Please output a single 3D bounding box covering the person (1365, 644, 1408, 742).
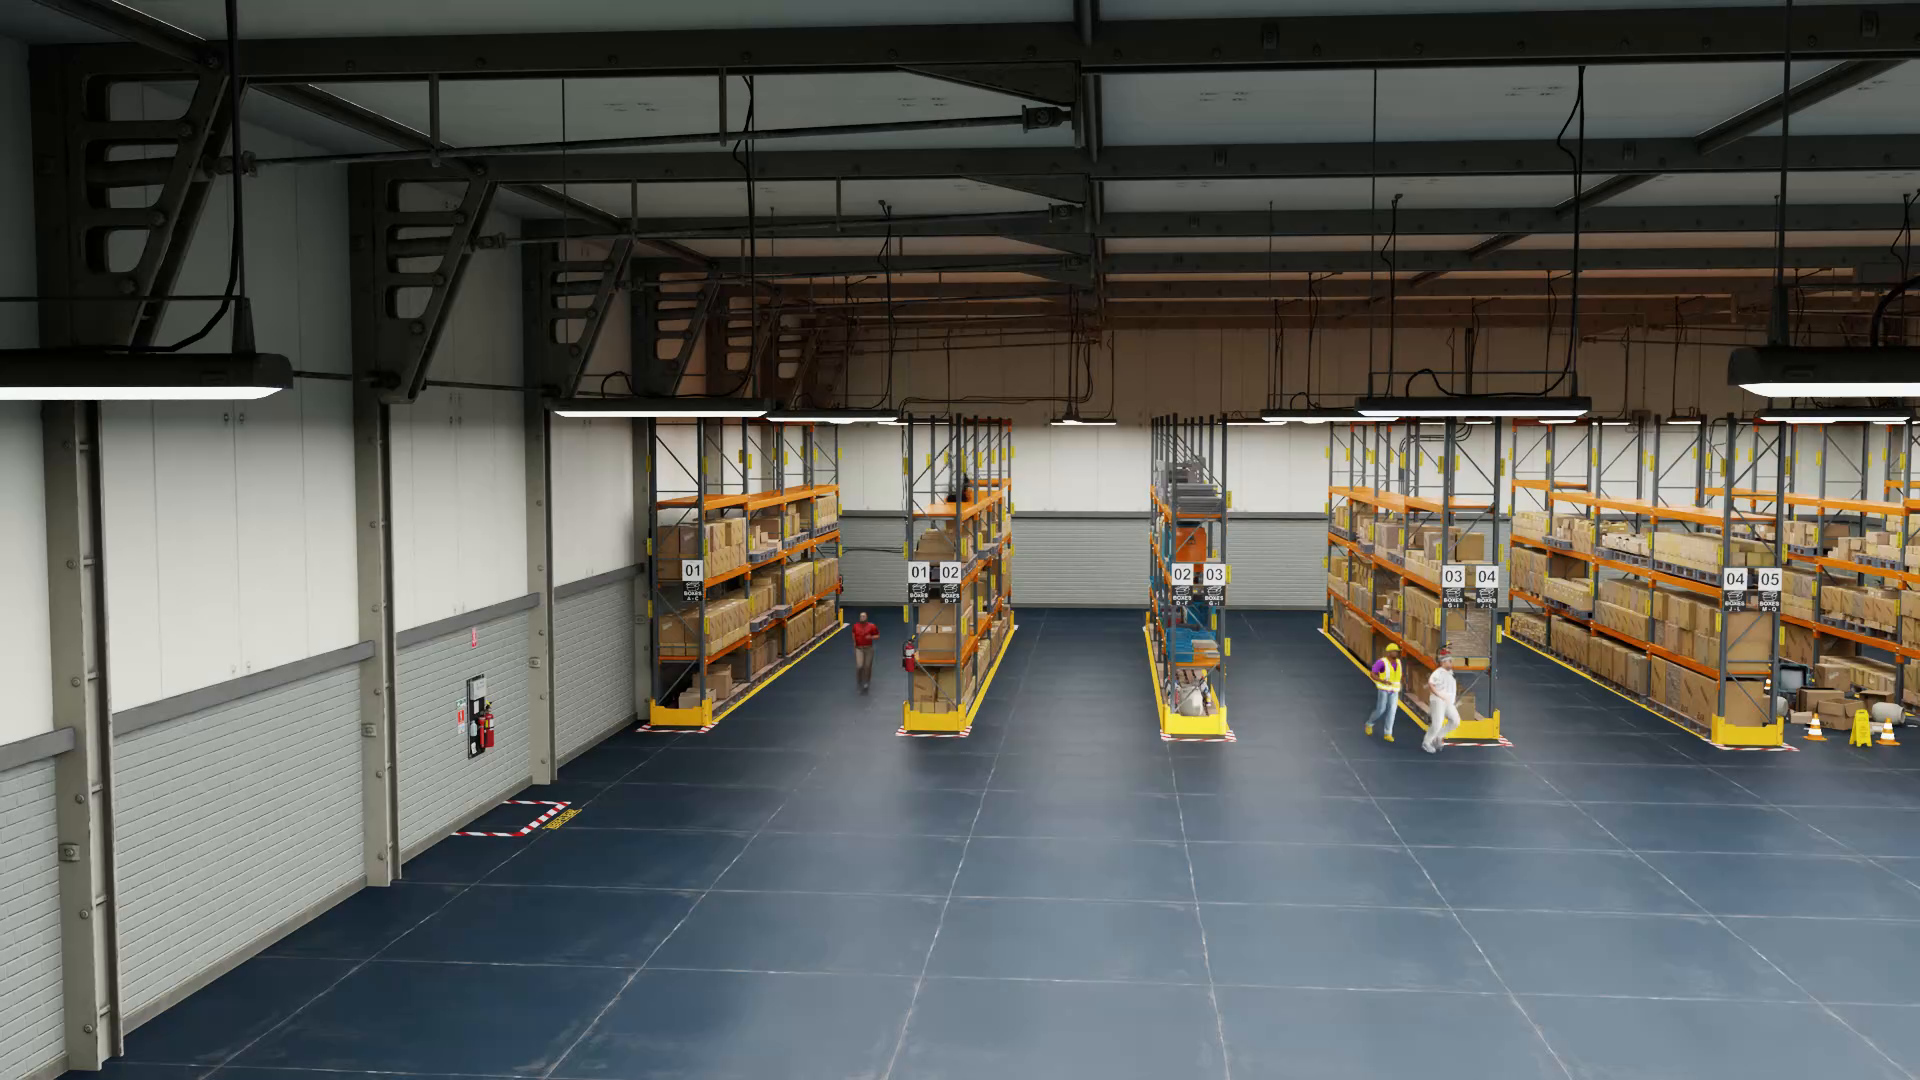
[{"bbox_3d":[7.920,2.782,30.610,0.766,1.748,0.849,-1,4,-17],"label":"person"}]

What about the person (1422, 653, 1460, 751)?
[{"bbox_3d":[8.608,2.873,29.531,0.723,1.726,0.583,-3,5,-36],"label":"person"}]

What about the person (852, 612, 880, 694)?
[{"bbox_3d":[-2.053,2.456,36.087,0.626,1.810,0.786,0,4,2],"label":"person"}]
